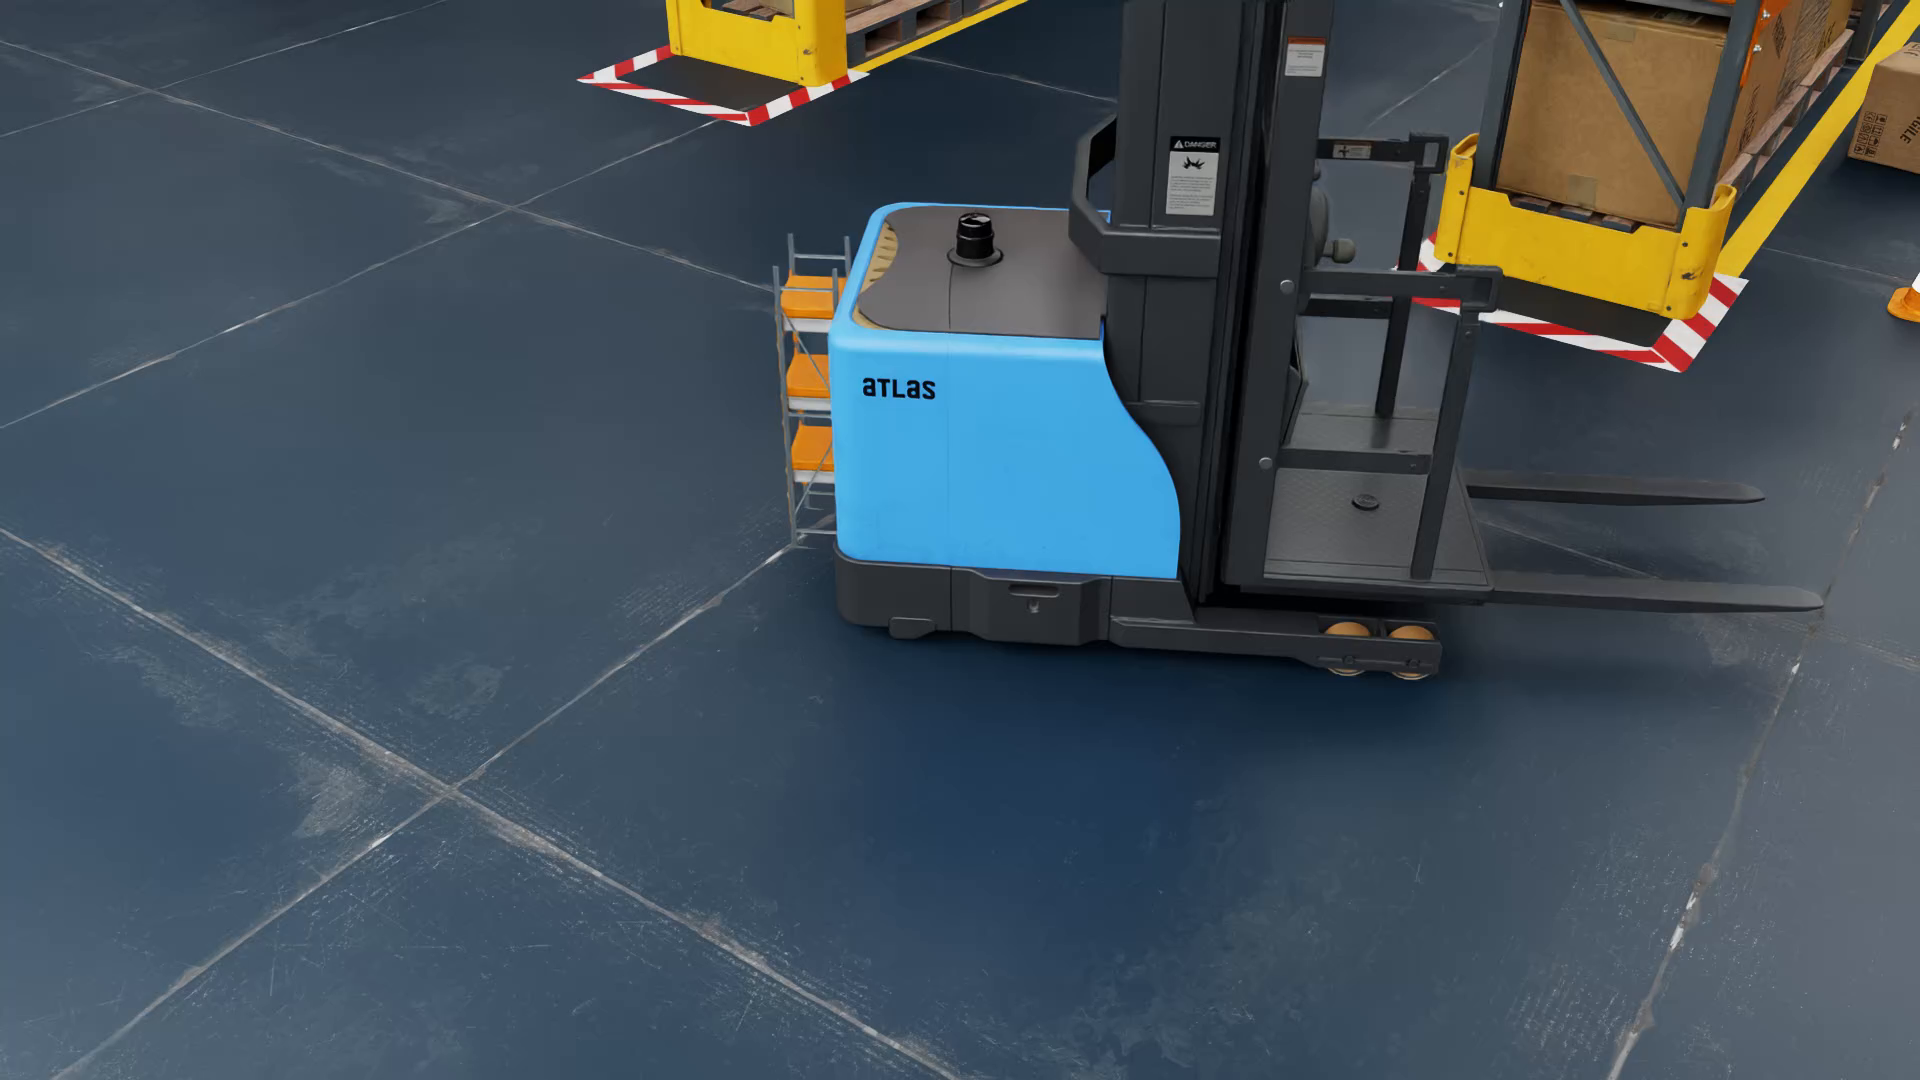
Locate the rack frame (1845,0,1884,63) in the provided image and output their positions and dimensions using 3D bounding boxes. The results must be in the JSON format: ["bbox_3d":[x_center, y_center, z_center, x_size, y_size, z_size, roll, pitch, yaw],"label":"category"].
[{"bbox_3d":[5.038,-4.291,9.418,1.000,3.000,0.127,21,39,28],"label":"rack frame"}]

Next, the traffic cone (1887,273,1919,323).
[{"bbox_3d":[4.227,-1.190,7.097,0.336,0.463,0.334,21,39,28],"label":"traffic cone"}]

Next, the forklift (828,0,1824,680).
[{"bbox_3d":[1.156,-1.098,4.758,3.031,2.935,1.130,3,34,5],"label":"forklift"}]

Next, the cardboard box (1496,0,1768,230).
[{"bbox_3d":[3.090,-2.077,7.666,0.875,0.875,0.875,21,40,28],"label":"cardboard box"}]

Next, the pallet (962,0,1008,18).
[{"bbox_3d":[-0.028,-3.883,11.303,1.003,0.211,1.213,21,39,28],"label":"pallet"}]

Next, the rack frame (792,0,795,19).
[{"bbox_3d":[-1.260,-4.081,9.107,1.000,3.000,0.127,21,39,28],"label":"rack frame"}]

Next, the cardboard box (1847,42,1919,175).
[{"bbox_3d":[4.996,-2.215,8.576,0.500,0.500,0.500,29,44,36],"label":"cardboard box"}]

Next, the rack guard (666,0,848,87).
[{"bbox_3d":[-1.217,-3.081,9.859,1.175,0.500,0.348,21,39,28],"label":"rack guard"}]

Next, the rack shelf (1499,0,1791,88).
[{"bbox_3d":[3.898,-3.073,8.258,1.077,0.370,4.000,21,39,28],"label":"rack shelf"}]

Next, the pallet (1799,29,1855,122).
[{"bbox_3d":[4.540,-2.811,9.718,1.003,0.211,1.213,21,39,28],"label":"pallet"}]

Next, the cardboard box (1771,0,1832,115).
[{"bbox_3d":[4.111,-2.902,8.885,0.875,0.875,0.875,22,40,29],"label":"cardboard box"}]

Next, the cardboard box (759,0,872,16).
[{"bbox_3d":[-0.890,-3.502,10.107,0.500,0.500,0.500,-29,43,-35],"label":"cardboard box"}]

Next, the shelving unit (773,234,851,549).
[{"bbox_3d":[-0.464,-0.471,5.509,0.215,1.050,0.252,3,34,5],"label":"shelving unit"}]

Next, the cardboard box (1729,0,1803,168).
[{"bbox_3d":[3.590,-2.483,8.266,0.875,0.875,0.875,21,39,27],"label":"cardboard box"}]

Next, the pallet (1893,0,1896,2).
[{"bbox_3d":[6.111,-4.079,11.593,1.003,0.211,1.213,21,39,28],"label":"pallet"}]

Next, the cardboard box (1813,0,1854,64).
[{"bbox_3d":[4.622,-3.318,9.500,0.875,0.875,0.875,22,40,29],"label":"cardboard box"}]

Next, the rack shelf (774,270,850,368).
[{"bbox_3d":[-0.464,-0.697,5.356,0.215,0.259,0.240,3,34,5],"label":"rack shelf"}]

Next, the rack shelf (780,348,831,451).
[{"bbox_3d":[-0.464,-0.462,5.515,0.215,0.259,0.240,3,34,5],"label":"rack shelf"}]

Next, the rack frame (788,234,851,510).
[{"bbox_3d":[-0.451,-0.539,5.609,0.200,1.050,0.008,3,34,5],"label":"rack frame"}]

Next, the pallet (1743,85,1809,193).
[{"bbox_3d":[3.845,-2.247,8.885,1.003,0.211,1.213,21,39,28],"label":"pallet"}]

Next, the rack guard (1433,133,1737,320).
[{"bbox_3d":[2.744,-1.404,7.380,1.175,0.500,0.348,21,39,28],"label":"rack guard"}]

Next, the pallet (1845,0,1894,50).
[{"bbox_3d":[5.416,-3.515,10.760,1.003,0.211,1.213,21,39,28],"label":"pallet"}]

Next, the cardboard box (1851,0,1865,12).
[{"bbox_3d":[5.318,-3.848,10.395,1.050,0.750,0.750,21,39,28],"label":"cardboard box"}]

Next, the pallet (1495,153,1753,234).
[{"bbox_3d":[3.149,-1.688,8.058,1.003,0.211,1.213,21,39,28],"label":"pallet"}]

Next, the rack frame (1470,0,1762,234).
[{"bbox_3d":[2.757,-2.450,6.696,1.000,3.000,0.127,21,39,28],"label":"rack frame"}]

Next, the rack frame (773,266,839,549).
[{"bbox_3d":[-0.476,-0.403,5.408,0.200,1.050,0.008,3,34,5],"label":"rack frame"}]

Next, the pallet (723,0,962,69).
[{"bbox_3d":[-0.724,-3.324,10.476,1.003,0.211,1.213,21,39,28],"label":"pallet"}]

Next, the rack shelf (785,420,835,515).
[{"bbox_3d":[-0.463,-0.232,5.670,0.215,0.259,0.240,3,34,5],"label":"rack shelf"}]
